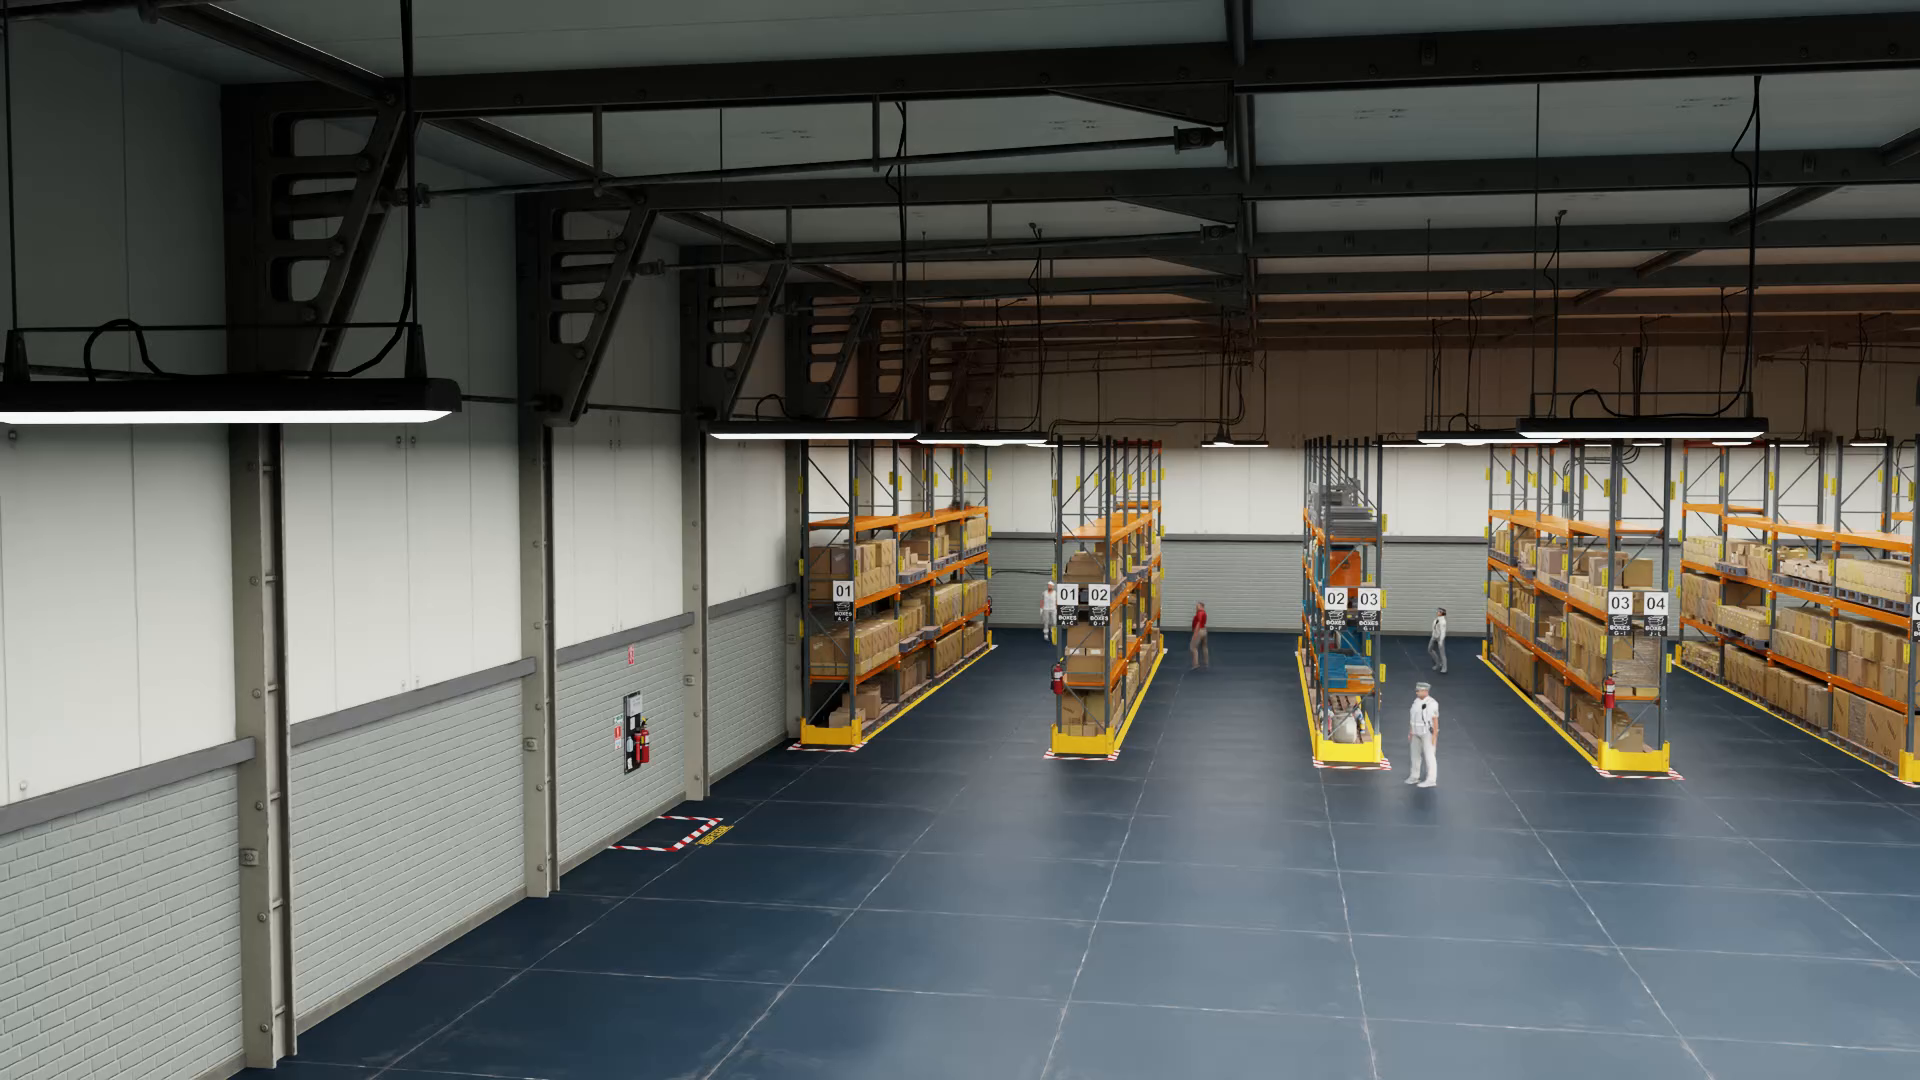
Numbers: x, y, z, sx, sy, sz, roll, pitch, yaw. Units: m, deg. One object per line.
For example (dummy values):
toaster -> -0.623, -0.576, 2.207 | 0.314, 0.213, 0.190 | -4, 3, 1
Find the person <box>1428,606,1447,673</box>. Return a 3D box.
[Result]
person -> 12.362, 2.553, 42.898 | 0.393, 1.688, 0.611 | -1, 3, -17

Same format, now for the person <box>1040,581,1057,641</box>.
person -> 2.686, 2.148, 49.872 | 0.586, 1.819, 0.398 | 0, 3, -4

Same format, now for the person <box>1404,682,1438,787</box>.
person -> 7.871, 3.303, 28.358 | 0.470, 1.754, 0.592 | -2, 4, -29

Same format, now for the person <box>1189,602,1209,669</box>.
person -> 6.293, 2.534, 43.687 | 0.404, 1.795, 0.729 | 2, 4, 34
